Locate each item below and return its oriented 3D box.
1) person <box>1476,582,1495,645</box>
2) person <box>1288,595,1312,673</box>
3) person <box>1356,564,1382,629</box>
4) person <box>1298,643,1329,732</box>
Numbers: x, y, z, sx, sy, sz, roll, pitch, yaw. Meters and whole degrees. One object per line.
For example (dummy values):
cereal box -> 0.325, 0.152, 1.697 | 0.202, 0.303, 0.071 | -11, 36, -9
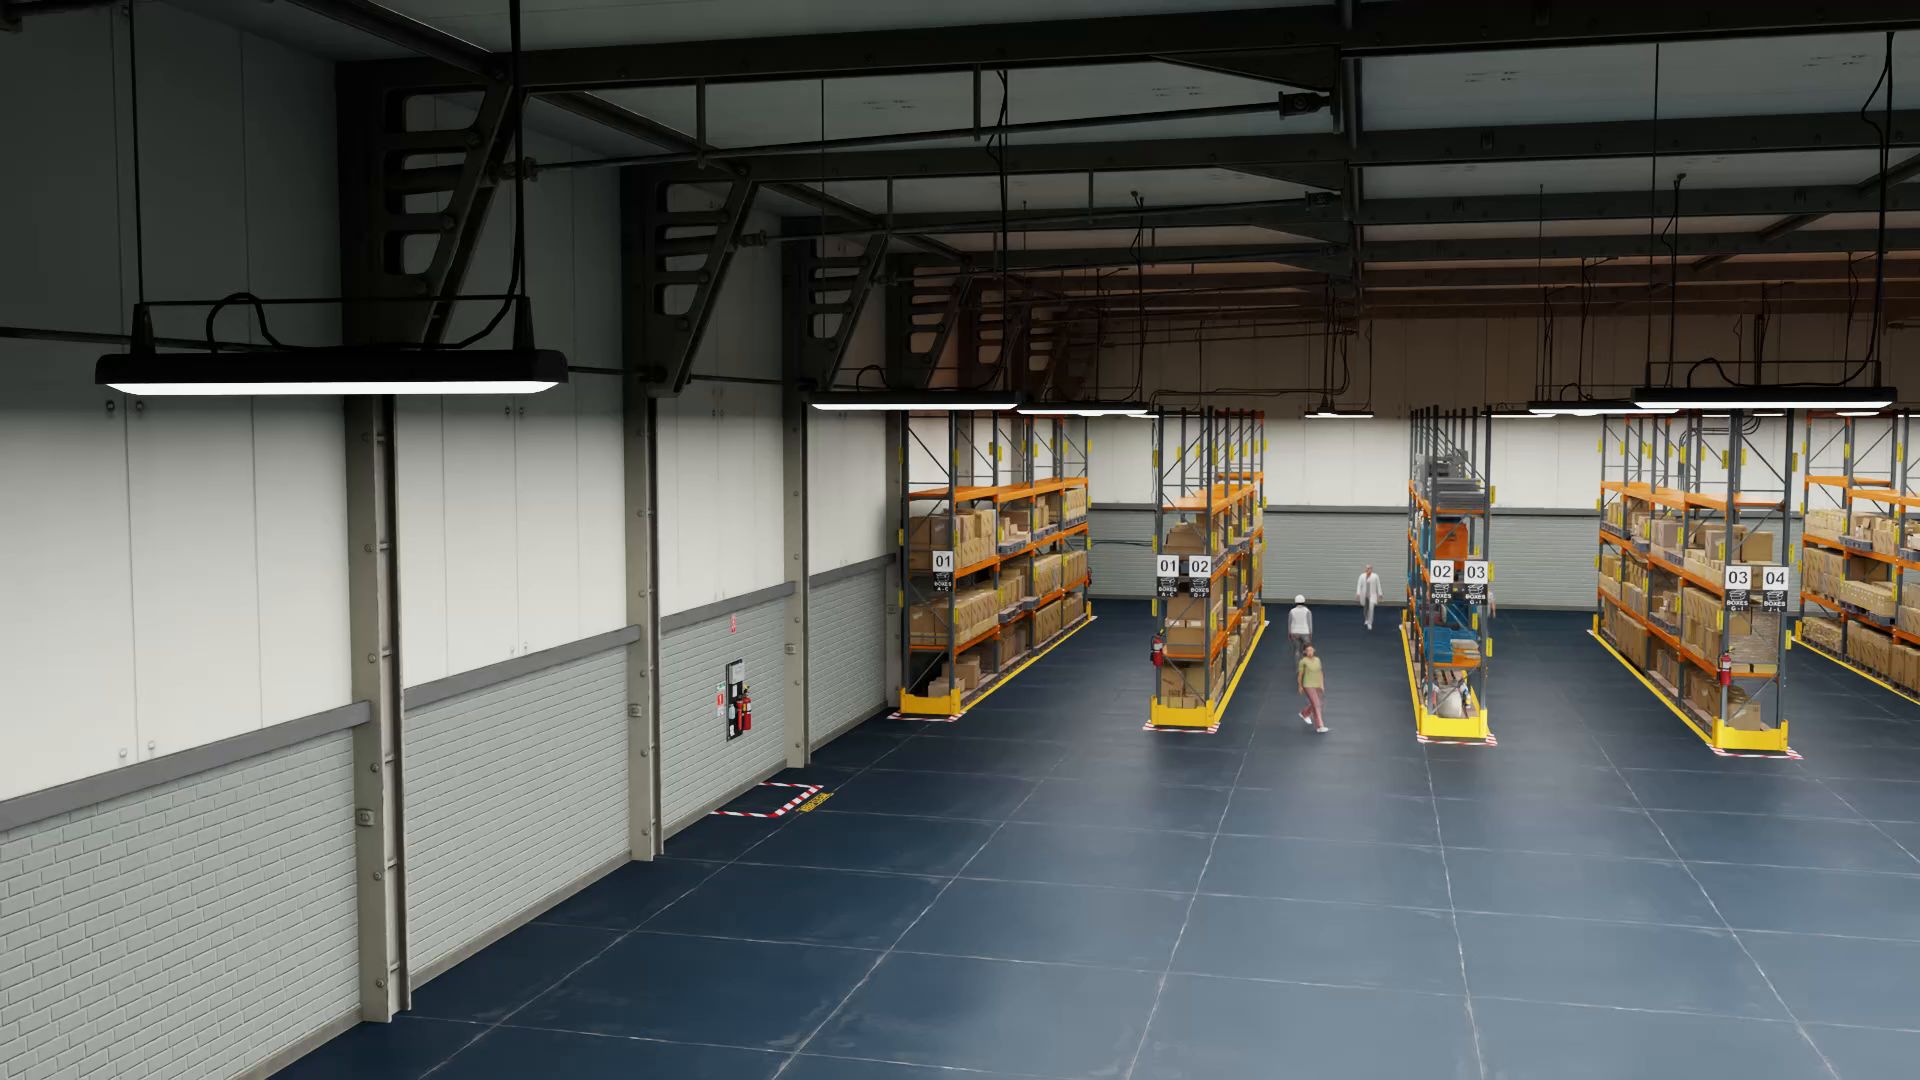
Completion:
person -> 13.405, 1.853, 42.468 | 0.422, 1.606, 1.106 | -1, 4, -13
person -> 7.723, 2.134, 37.751 | 0.568, 1.773, 0.494 | 1, 4, 18
person -> 11.292, 1.541, 45.927 | 0.655, 1.728, 1.101 | 2, 5, 25
person -> 6.503, 2.707, 30.716 | 0.452, 1.623, 0.910 | -2, 5, -28
